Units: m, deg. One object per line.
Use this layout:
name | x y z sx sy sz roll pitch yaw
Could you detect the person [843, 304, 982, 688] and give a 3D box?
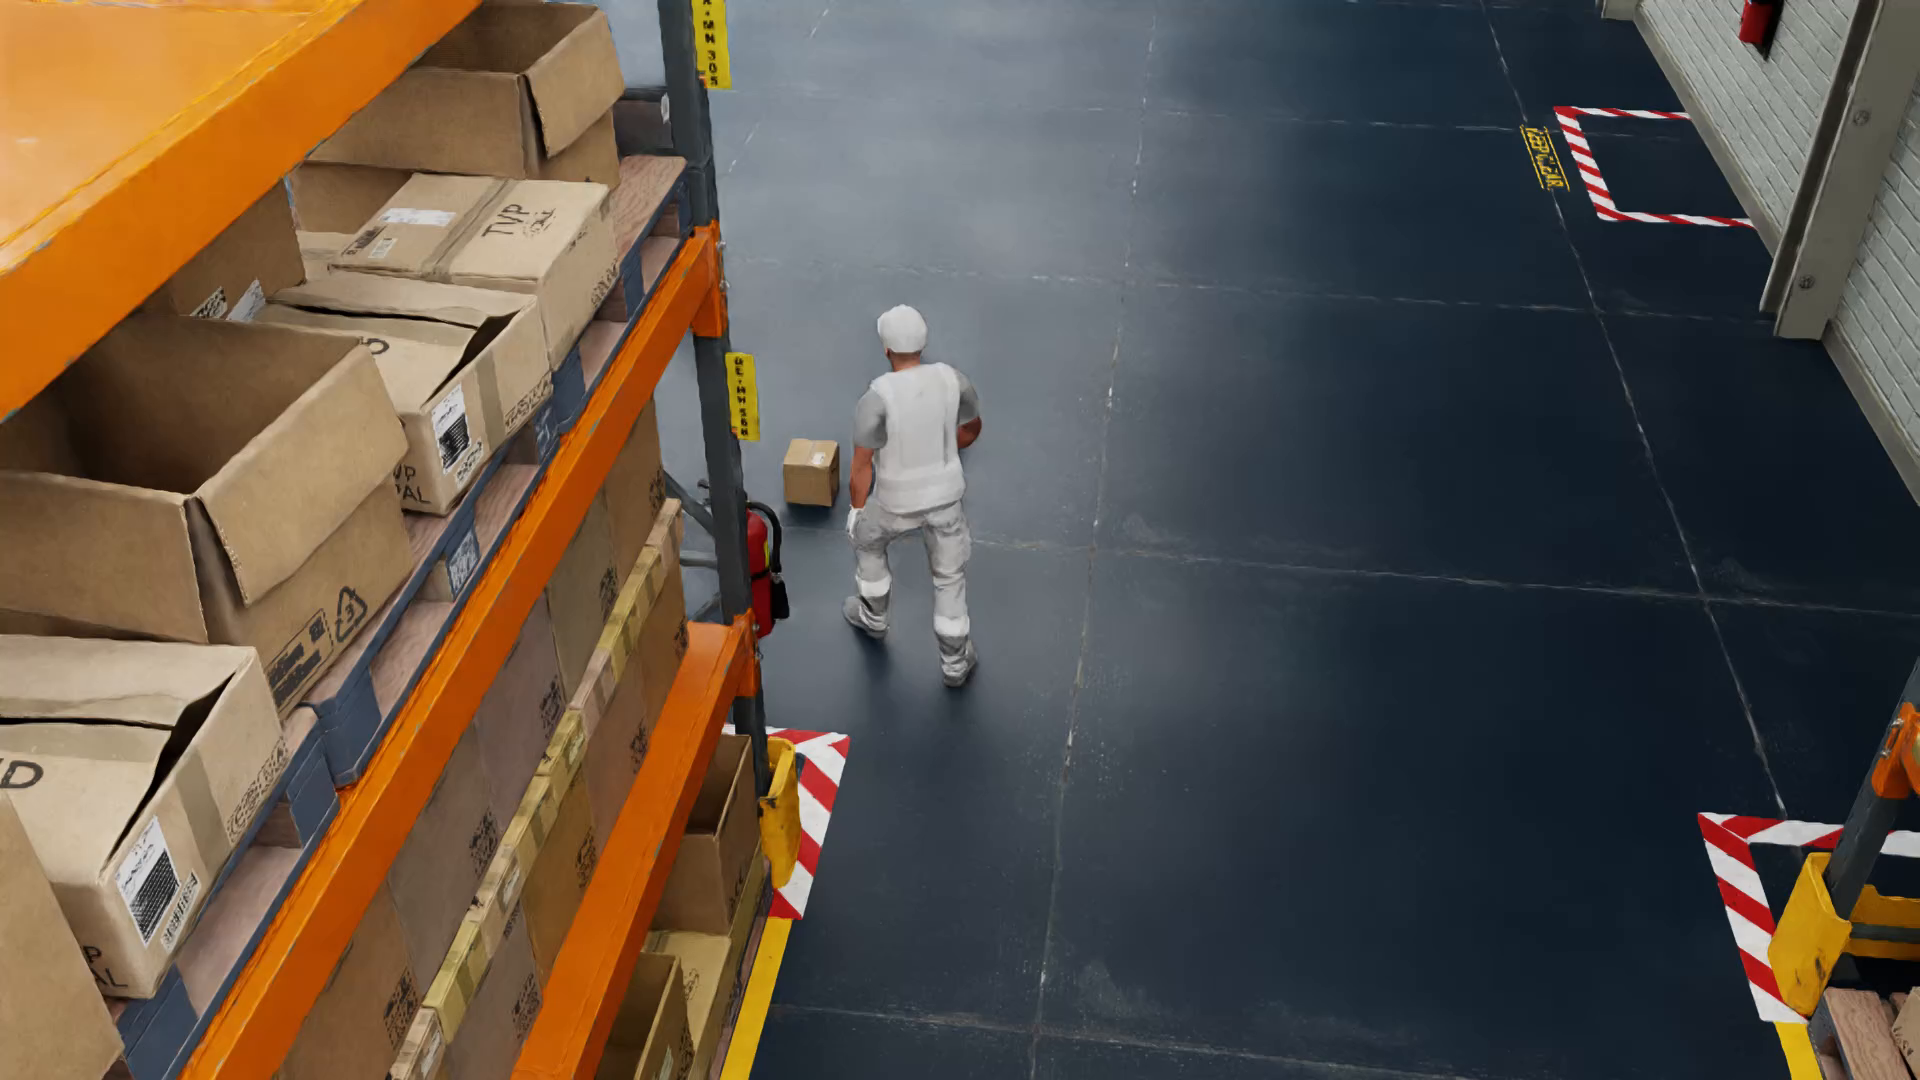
person | -0.213 -0.213 7.328 0.660 1.745 0.719 -10 37 -14
